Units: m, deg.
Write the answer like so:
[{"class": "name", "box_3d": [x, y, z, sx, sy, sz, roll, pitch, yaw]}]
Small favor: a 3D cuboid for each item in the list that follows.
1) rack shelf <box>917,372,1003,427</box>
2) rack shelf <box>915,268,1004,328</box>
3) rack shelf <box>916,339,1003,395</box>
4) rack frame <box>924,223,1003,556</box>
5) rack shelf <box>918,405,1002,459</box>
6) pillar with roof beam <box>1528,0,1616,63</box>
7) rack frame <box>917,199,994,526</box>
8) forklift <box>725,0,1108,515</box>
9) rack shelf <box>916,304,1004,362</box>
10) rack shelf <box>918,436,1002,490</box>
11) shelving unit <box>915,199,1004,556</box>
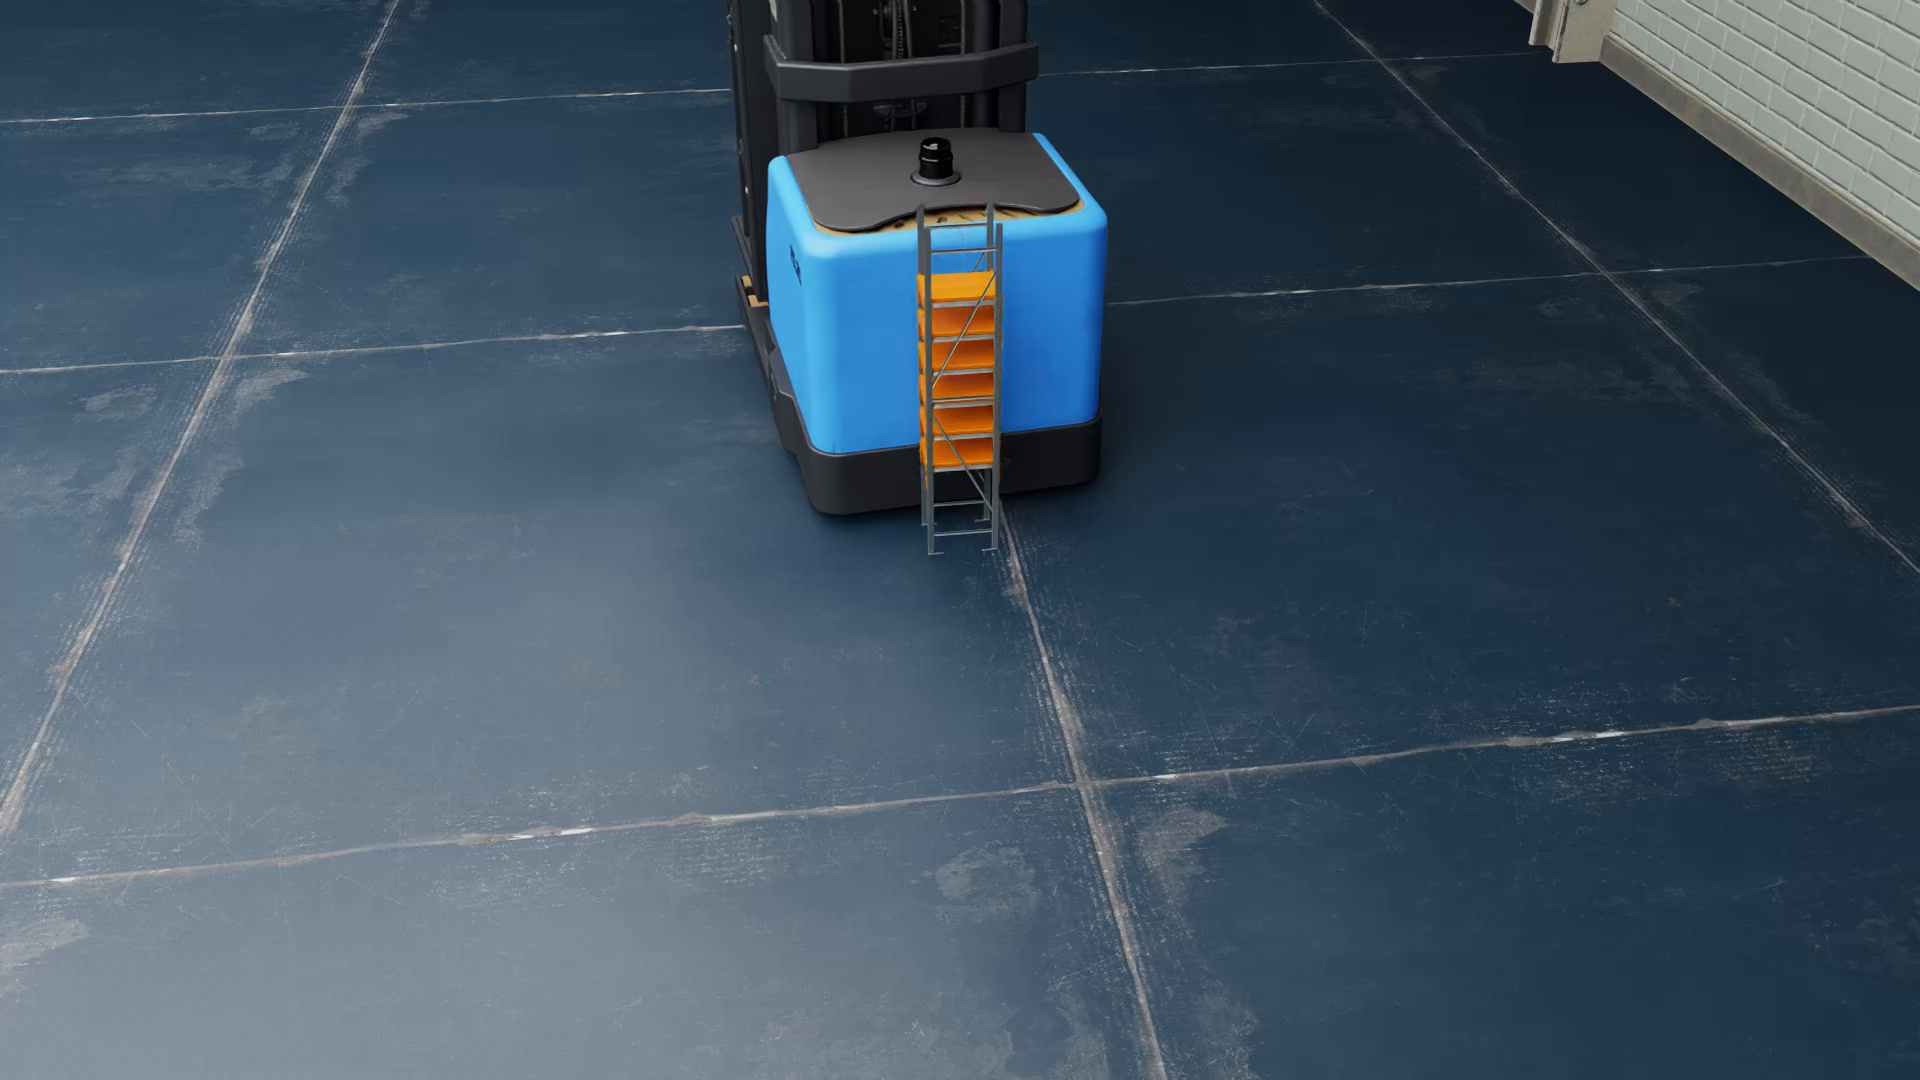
[{"class": "rack shelf", "box_3d": [-0.002, -0.467, 5.449, 0.258, 0.103, 0.180, -4, 35, -6]}, {"class": "rack shelf", "box_3d": [-0.002, -0.765, 5.246, 0.258, 0.103, 0.180, -4, 35, -6]}, {"class": "rack shelf", "box_3d": [-0.002, -0.566, 5.381, 0.258, 0.103, 0.180, -4, 35, -6]}, {"class": "rack frame", "box_3d": [0.010, -0.453, 5.349, 0.240, 1.200, 0.006, -4, 35, -6]}, {"class": "rack shelf", "box_3d": [-0.002, -0.368, 5.517, 0.258, 0.103, 0.180, -4, 35, -6]}, {"class": "pillar with roof beam", "box_3d": [-0.584, -6.362, 7.095, 9.100, 9.000, 0.400, -4, 35, -6]}, {"class": "rack frame", "box_3d": [-0.014, -0.555, 5.499, 0.240, 1.200, 0.006, -4, 35, -6]}, {"class": "forklift", "box_3d": [-0.346, -2.123, 6.263, 1.130, 2.935, 3.031, -8, 35, -11]}, {"class": "rack shelf", "box_3d": [-0.002, -0.665, 5.314, 0.258, 0.103, 0.180, -4, 35, -6]}, {"class": "rack shelf", "box_3d": [-0.002, -0.269, 5.584, 0.258, 0.103, 0.180, -4, 35, -6]}, {"class": "shelving unit", "box_3d": [-0.002, -0.504, 5.424, 0.258, 1.200, 0.189, -4, 35, -6]}]
